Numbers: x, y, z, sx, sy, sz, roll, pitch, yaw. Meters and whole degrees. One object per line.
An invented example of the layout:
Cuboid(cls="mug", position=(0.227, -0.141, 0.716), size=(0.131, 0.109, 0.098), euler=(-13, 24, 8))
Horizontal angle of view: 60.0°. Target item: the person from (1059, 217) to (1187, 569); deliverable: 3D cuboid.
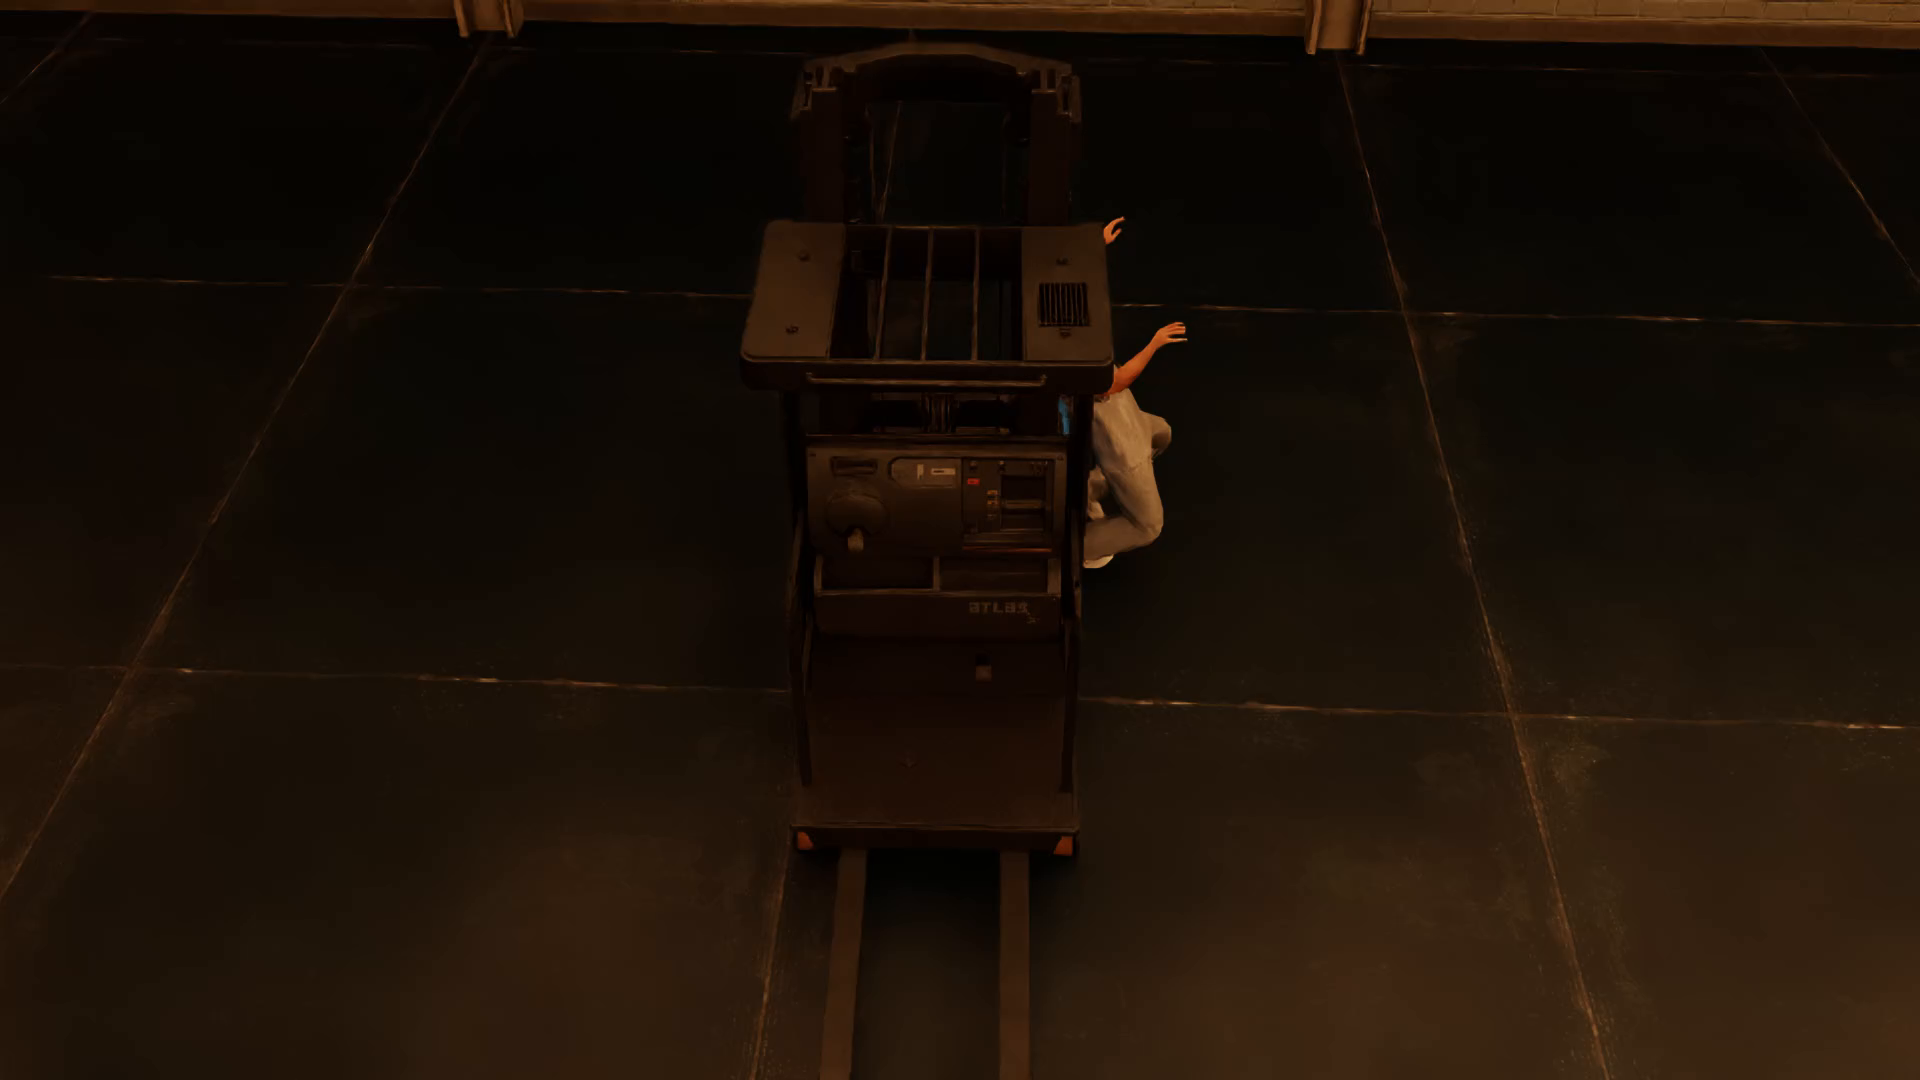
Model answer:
Cuboid(cls="person", position=(0.624, -0.562, 7.392), size=(0.729, 1.537, 0.850), euler=(0, 42, 0))

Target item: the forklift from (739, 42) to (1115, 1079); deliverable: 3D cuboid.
Cuboid(cls="forklift", position=(-0.087, -0.062, 5.810), size=(1.130, 2.935, 3.031), euler=(1, 42, 1))
